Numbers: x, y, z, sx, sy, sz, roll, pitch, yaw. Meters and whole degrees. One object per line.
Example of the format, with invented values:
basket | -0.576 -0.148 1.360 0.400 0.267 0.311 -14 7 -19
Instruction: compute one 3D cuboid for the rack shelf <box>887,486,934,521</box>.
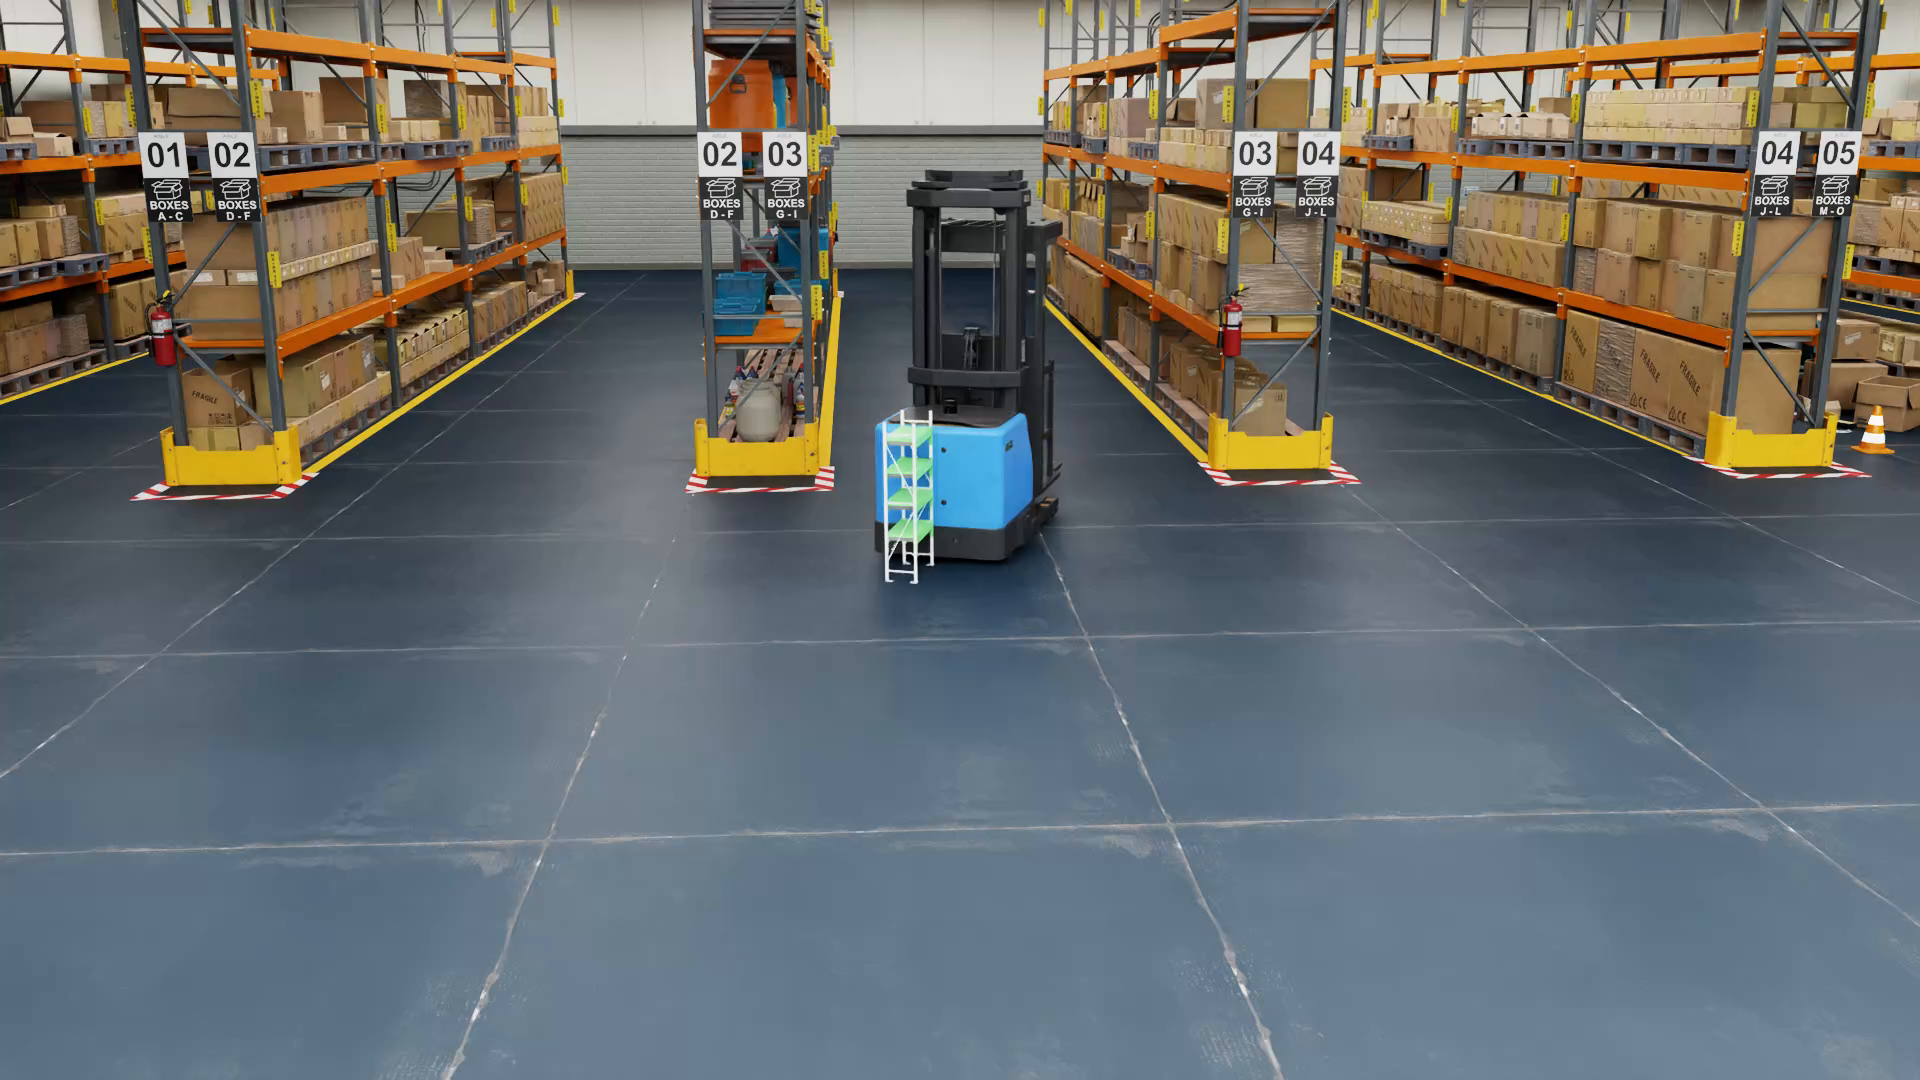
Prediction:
rack shelf | -0.380 -0.267 12.390 0.258 0.148 0.480 3 16 13

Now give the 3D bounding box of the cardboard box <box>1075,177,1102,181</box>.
cardboard box | 2.347 -6.464 30.831 0.500 0.500 0.500 -1 14 -3

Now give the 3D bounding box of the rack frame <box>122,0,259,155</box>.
rack frame | -6.842 -4.921 14.594 1.000 3.000 0.127 -1 14 -3

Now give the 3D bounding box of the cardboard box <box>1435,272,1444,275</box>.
cardboard box | 7.656 -3.989 25.681 0.500 0.250 0.500 -1 14 -3

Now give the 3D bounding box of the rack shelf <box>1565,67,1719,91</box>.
rack shelf | 12.069 -8.166 29.451 1.077 0.370 4.000 -1 14 -3

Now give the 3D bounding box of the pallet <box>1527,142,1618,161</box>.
pallet | 7.648 -4.801 20.532 0.805 0.209 1.217 -1 15 -6

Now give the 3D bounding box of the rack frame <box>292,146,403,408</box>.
rack frame | -7.090 -3.011 19.208 1.000 3.000 0.127 -1 14 -3

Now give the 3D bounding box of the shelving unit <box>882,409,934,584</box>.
shelving unit | -0.380 -0.329 12.373 0.258 1.200 0.503 3 16 13

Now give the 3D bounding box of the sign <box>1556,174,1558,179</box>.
sign | 13.610 -8.149 37.520 0.339 0.242 0.001 -1 14 -3

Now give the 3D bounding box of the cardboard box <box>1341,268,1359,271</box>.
cardboard box | 6.917 -4.786 29.791 0.380 0.149 0.250 -1 14 -3

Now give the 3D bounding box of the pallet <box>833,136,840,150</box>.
pallet | -2.495 -6.244 26.132 1.213 0.211 1.003 -1 14 -3

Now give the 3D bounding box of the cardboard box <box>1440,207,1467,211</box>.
cardboard box | 7.588 -5.023 25.498 0.380 0.149 0.250 0 14 -2

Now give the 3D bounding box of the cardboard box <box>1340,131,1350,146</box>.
cardboard box | 6.907 -6.952 28.808 0.500 0.250 0.500 -1 14 -4

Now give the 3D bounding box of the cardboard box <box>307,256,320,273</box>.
cardboard box | -6.733 -2.800 16.885 0.380 0.149 0.250 -1 14 -4

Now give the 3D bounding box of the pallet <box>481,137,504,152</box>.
pallet | -7.548 -5.941 24.953 1.213 0.211 1.003 -1 14 -3

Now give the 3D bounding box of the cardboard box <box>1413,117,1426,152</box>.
cardboard box | 7.147 -6.097 24.981 0.500 0.500 0.500 -1 14 -3

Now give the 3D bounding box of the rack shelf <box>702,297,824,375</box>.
rack shelf | -2.022 -2.240 17.658 1.077 0.370 4.000 -1 14 -3

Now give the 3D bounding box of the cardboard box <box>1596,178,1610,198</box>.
cardboard box | 11.801 -6.329 29.896 0.500 0.500 0.500 -1 14 -3

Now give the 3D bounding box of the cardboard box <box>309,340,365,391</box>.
cardboard box | -6.789 -1.885 18.002 0.500 0.500 0.500 -1 14 -3

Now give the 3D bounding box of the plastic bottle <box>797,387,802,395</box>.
plastic bottle | -1.720 -1.524 18.022 0.097 0.271 0.097 0 14 0

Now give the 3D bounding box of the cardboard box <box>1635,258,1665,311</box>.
cardboard box | 7.895 -2.792 18.058 0.875 0.550 0.500 -1 14 -3

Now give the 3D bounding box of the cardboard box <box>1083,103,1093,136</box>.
cardboard box | 2.348 -6.713 26.533 0.700 0.500 0.500 -1 14 -2

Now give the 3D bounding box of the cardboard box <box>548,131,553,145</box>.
cardboard box | -7.518 -7.127 29.487 0.500 0.250 0.500 -1 14 -3

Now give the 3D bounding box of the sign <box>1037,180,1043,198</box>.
sign | 1.500 -6.598 31.252 0.100 0.325 0.005 -1 14 -3

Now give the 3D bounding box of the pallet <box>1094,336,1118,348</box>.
pallet | 2.576 -3.004 24.779 1.003 0.211 1.213 -1 14 -3

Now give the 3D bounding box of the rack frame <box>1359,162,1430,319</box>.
rack frame | 7.259 -5.204 27.731 1.000 3.000 0.127 -1 14 -3

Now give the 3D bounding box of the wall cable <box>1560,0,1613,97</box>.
wall cable | 14.845 -10.678 36.894 2.988 3.039 0.133 -1 14 -3

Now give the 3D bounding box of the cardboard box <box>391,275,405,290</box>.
cardboard box | -6.941 -3.112 20.108 0.380 0.149 0.250 -1 14 -3

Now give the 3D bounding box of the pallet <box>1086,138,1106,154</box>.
pallet | 2.457 -5.678 23.934 1.213 0.211 1.003 0 14 -1

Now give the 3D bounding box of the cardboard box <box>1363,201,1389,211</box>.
cardboard box | 6.824 -5.468 27.227 0.380 0.149 0.250 0 14 -1

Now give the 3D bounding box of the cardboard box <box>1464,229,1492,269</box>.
cardboard box | 7.299 -4.015 22.911 0.500 0.500 0.500 -1 14 -4

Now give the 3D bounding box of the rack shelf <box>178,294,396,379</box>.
rack shelf | -6.966 -2.165 17.364 1.077 0.370 4.000 -1 14 -3

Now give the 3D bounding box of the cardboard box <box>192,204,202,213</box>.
cardboard box | -12.249 -5.014 26.156 0.500 0.500 0.500 -1 14 -4

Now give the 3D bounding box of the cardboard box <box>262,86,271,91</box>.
cardboard box | -12.460 -7.735 29.301 0.500 0.500 0.500 -1 14 -4

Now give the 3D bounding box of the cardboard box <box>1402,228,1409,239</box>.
cardboard box | 6.957 -4.661 25.283 0.380 0.149 0.250 -2 15 -6

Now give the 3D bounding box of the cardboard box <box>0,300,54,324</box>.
cardboard box | -12.212 -2.973 21.689 0.500 0.250 0.500 -1 14 -2

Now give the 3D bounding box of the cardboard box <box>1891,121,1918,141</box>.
cardboard box | 12.451 -5.295 21.524 0.500 0.250 0.500 -1 14 -3

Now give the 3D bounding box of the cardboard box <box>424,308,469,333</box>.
cardboard box | -7.059 -3.022 22.803 0.500 0.311 0.500 -1 14 -2

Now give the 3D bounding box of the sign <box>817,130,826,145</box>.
sign | -1.596 -4.549 19.149 0.100 0.325 0.005 -1 14 -3

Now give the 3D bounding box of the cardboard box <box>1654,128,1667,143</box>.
cardboard box | 7.549 -4.259 17.500 0.380 0.149 0.250 -1 14 -3

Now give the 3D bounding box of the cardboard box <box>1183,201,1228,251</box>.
cardboard box | 2.677 -3.351 17.725 0.500 0.500 0.500 -1 14 -3

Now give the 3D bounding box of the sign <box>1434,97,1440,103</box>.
sign | 7.812 -7.107 27.281 0.100 0.325 0.005 -1 14 -3

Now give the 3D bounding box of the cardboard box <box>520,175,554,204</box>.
cardboard box | -7.462 -6.167 29.267 0.500 0.500 0.500 0 14 -2

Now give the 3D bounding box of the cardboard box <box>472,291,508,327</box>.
cardboard box | -7.182 -3.510 25.283 0.500 0.500 0.500 -1 14 -5

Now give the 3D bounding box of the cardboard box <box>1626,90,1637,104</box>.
cardboard box | 7.503 -4.834 18.134 0.380 0.149 0.250 -1 14 -3

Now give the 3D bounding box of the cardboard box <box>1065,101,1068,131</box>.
cardboard box | 2.165 -7.233 28.353 0.700 0.500 0.500 0 14 -1

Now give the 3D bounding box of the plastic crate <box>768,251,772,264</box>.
plastic crate | -2.525 -3.348 20.551 0.392 0.384 0.575 -1 14 -3

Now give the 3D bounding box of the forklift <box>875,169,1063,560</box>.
forklift | 0.221 -1.586 13.810 1.130 2.935 3.031 4 15 15

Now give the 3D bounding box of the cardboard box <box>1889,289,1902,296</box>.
cardboard box | 16.797 -4.485 29.581 0.396 0.266 0.258 0 14 -1

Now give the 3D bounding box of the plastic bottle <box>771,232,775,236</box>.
plastic bottle | -2.921 -4.607 25.660 0.152 0.276 0.135 -1 14 -3

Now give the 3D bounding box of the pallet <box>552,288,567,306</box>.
pallet | -7.778 -4.427 30.310 1.003 0.211 1.213 -1 14 -3

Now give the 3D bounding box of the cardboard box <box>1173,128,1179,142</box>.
cardboard box | 2.590 -4.517 18.543 0.380 0.149 0.250 -1 14 -3

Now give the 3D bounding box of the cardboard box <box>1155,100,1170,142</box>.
cardboard box | 2.808 -5.221 20.730 0.797 0.503 0.637 0 14 -1

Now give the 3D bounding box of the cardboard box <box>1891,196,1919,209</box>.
cardboard box | 12.338 -4.376 21.572 0.380 0.149 0.250 -2 15 -6

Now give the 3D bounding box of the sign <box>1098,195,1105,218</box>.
sign | 1.996 -4.709 23.484 0.100 0.325 0.005 -1 14 -3
